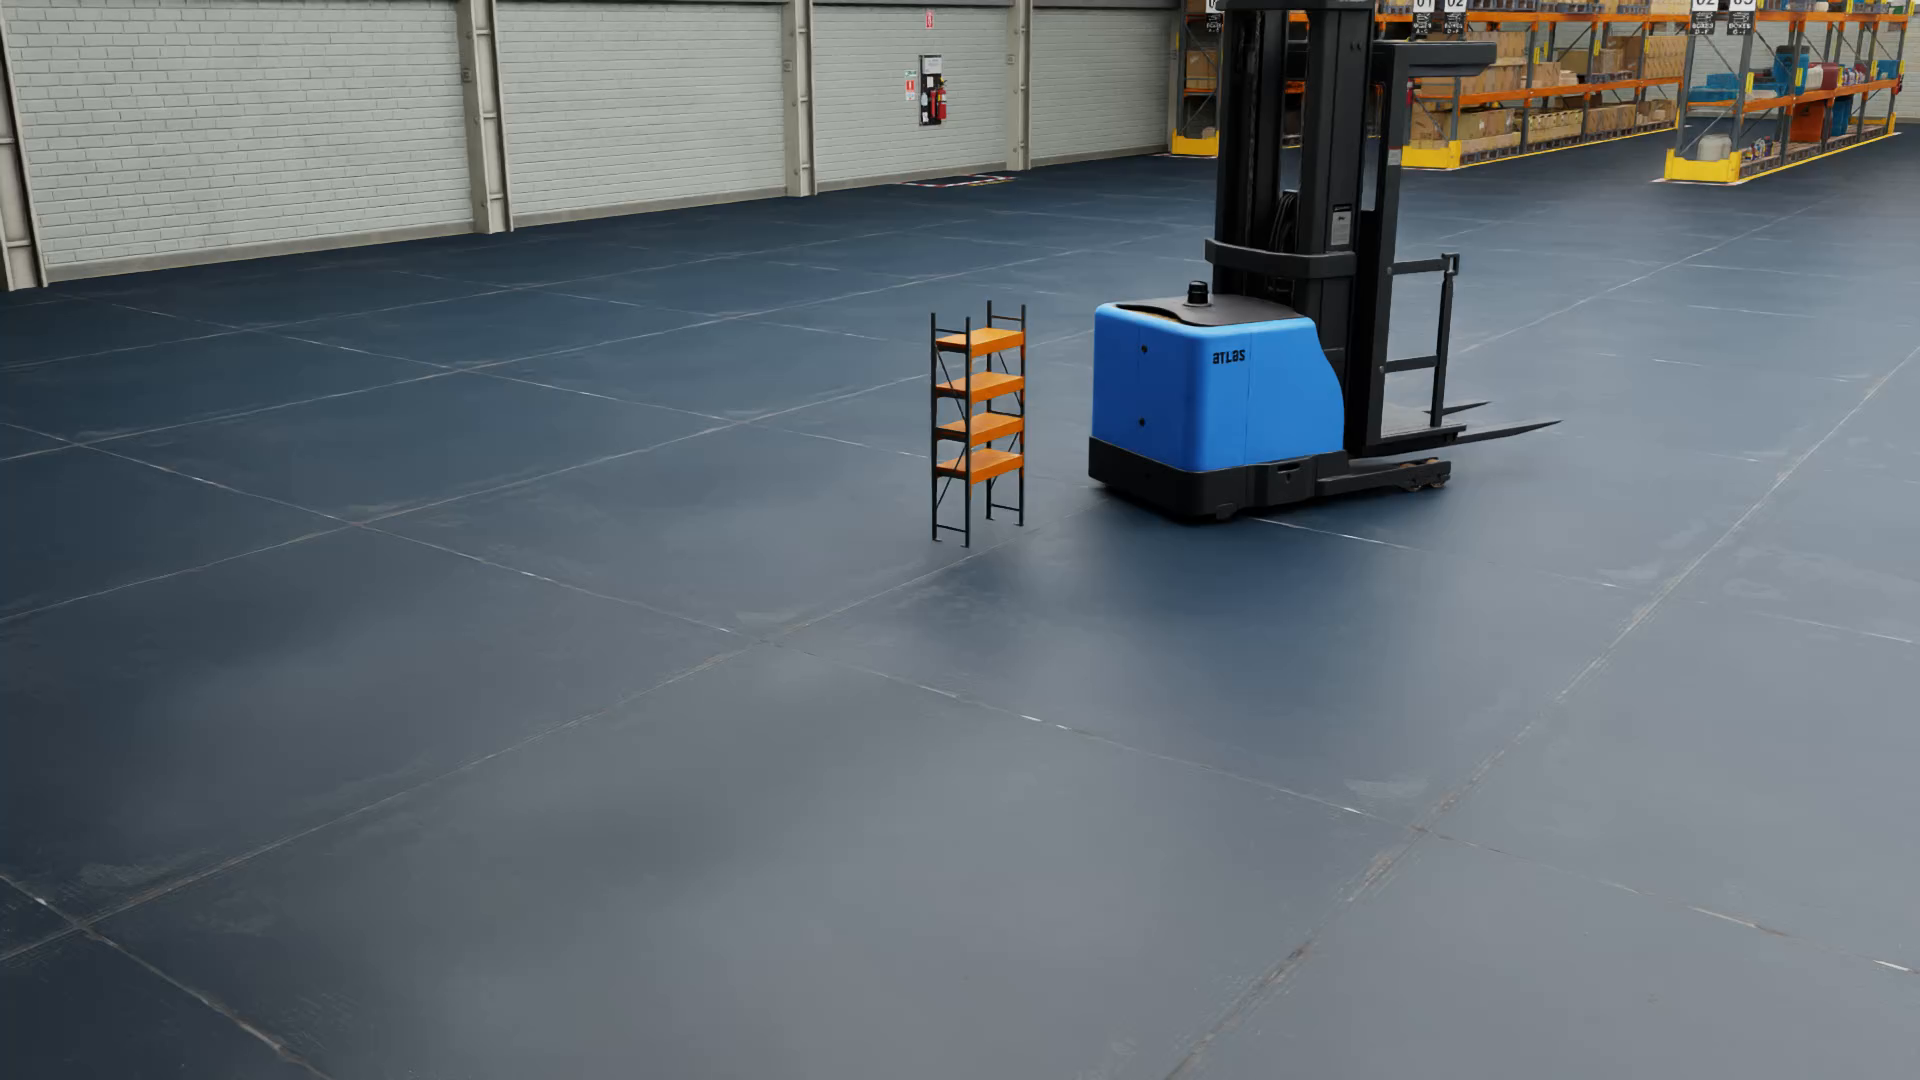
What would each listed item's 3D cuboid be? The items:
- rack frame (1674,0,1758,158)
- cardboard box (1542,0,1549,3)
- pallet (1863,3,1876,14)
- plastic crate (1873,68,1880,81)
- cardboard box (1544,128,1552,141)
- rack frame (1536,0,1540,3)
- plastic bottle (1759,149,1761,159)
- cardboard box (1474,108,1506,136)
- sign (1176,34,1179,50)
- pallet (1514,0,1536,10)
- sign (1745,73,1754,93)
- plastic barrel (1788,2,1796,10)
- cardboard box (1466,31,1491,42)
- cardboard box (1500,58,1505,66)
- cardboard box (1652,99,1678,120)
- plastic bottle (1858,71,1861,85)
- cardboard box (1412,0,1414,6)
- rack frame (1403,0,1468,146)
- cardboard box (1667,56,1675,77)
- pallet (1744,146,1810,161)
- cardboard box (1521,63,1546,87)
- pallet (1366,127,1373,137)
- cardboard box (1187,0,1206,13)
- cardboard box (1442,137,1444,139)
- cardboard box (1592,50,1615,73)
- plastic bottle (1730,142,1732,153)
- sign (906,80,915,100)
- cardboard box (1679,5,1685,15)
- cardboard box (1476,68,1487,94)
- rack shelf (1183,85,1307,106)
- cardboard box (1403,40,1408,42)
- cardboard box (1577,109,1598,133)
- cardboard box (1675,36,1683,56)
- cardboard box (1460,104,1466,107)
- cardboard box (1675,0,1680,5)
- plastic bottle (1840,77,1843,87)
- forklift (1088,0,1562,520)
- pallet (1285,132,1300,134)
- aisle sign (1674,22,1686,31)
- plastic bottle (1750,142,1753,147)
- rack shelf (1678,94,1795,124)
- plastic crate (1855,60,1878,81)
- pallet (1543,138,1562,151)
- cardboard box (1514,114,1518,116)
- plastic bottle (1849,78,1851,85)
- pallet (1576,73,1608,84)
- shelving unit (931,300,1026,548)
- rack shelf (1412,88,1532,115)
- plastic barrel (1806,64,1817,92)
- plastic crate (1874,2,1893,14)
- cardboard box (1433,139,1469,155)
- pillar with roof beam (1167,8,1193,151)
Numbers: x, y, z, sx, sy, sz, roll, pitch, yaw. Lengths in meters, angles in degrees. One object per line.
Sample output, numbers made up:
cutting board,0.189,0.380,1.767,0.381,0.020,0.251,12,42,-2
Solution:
rack frame,12.879,-7.676,28.404,1.000,3.000,0.127,12,21,35
cardboard box,11.987,-11.343,34.699,0.500,0.250,0.500,10,20,29
pallet,18.967,-11.402,35.663,1.003,0.211,1.213,12,21,35
plastic crate,21.087,-10.837,38.683,0.437,0.282,0.530,12,21,35
cardboard box,12.338,-8.690,35.598,0.500,0.250,0.500,12,21,33
rack frame,11.287,-12.370,33.404,1.000,3.000,0.127,12,21,35
plastic bottle,14.655,-7.105,30.540,0.097,0.201,0.097,0,17,0
cardboard box,10.584,-8.365,33.285,0.500,0.500,0.500,12,21,35
sign,4.489,-10.233,34.154,0.100,0.325,0.005,12,21,35
pallet,10.799,-10.687,33.193,1.003,0.211,1.213,12,21,35
sign,13.319,-7.710,28.047,0.100,0.325,0.005,12,21,35
plastic barrel,15.781,-10.616,31.968,0.600,0.901,0.600,0,17,0
cardboard box,9.832,-9.588,32.203,0.700,0.500,0.500,13,21,35
cardboard box,10.539,-9.458,32.879,0.380,0.149,0.250,13,22,36
cardboard box,18.311,-11.206,43.246,0.500,0.500,0.500,12,21,35
plastic bottle,19.953,-10.264,36.936,0.061,0.283,0.133,12,21,35
cardboard box,11.181,-13.641,41.644,0.700,0.500,0.500,12,21,34
rack frame,8.904,-8.552,31.226,1.000,3.000,0.127,12,21,35
cardboard box,17.781,-12.014,42.205,0.500,0.500,0.500,13,21,35
pallet,16.426,-7.783,33.450,1.003,0.211,1.213,12,21,35
cardboard box,12.072,-9.858,35.263,0.500,0.500,0.500,14,22,39
pallet,9.223,-9.815,39.992,1.003,0.211,1.213,12,21,35
cardboard box,4.968,-11.061,34.043,0.500,0.500,0.500,14,22,39
cardboard box,9.274,-7.741,32.541,0.500,0.250,0.500,12,21,35
cardboard box,14.653,-11.060,38.424,0.500,0.500,0.700,-15,23,-40
plastic bottle,14.459,-7.361,31.249,0.097,0.271,0.097,0,17,0
sign,-0.845,-7.639,28.225,0.001,0.329,0.234,12,21,35
cardboard box,18.036,-13.438,42.153,0.500,0.250,0.500,12,21,35
cardboard box,9.802,-8.952,32.345,0.700,0.500,0.500,13,21,35
rack shelf,6.115,-9.559,35.682,1.077,0.370,4.000,12,21,35
cardboard box,10.782,-12.200,41.004,0.500,0.250,0.500,13,21,35
cardboard box,14.171,-9.532,37.853,0.500,0.500,0.500,14,22,37
cardboard box,18.092,-12.613,42.448,0.500,0.500,0.500,13,22,36
cardboard box,13.211,-11.693,44.845,0.700,0.500,0.500,13,21,36
cardboard box,17.737,-13.558,41.696,0.500,0.250,0.500,12,21,35
plastic bottle,18.693,-9.761,35.314,0.061,0.283,0.133,12,21,35
forklift,2.288,-1.804,9.612,3.031,2.935,1.130,-9,20,-28
pallet,7.769,-9.233,38.121,1.003,0.211,1.213,12,21,35
aisle sign,18.724,-13.567,42.990,0.394,0.787,0.004,12,21,35
plastic bottle,14.618,-7.195,30.695,0.061,0.283,0.133,12,21,35
rack shelf,14.071,-7.809,30.045,1.077,0.370,4.000,12,21,35
plastic crate,20.763,-10.762,38.132,0.402,0.464,0.583,12,21,35
pallet,12.421,-8.647,36.234,1.003,0.211,1.213,12,21,35
cardboard box,11.603,-8.932,35.432,0.500,0.311,0.500,13,22,36
plastic bottle,19.271,-9.961,36.099,0.097,0.201,0.097,0,17,0
pallet,14.018,-10.540,37.950,1.213,0.211,1.003,12,21,35
shelving unit,0.099,-0.612,8.693,0.258,1.200,0.503,12,21,35
rack shelf,10.095,-8.685,32.866,1.077,0.370,4.000,12,21,35
plastic barrel,16.704,-9.161,32.956,0.433,0.535,0.433,0,17,0
plastic crate,20.990,-12.152,37.979,0.497,0.269,0.590,12,21,35
cardboard box,9.402,-7.528,31.856,0.500,0.250,0.500,12,21,35
pillar with roof beam,8.103,-11.851,31.731,9.100,9.000,0.400,12,21,35
